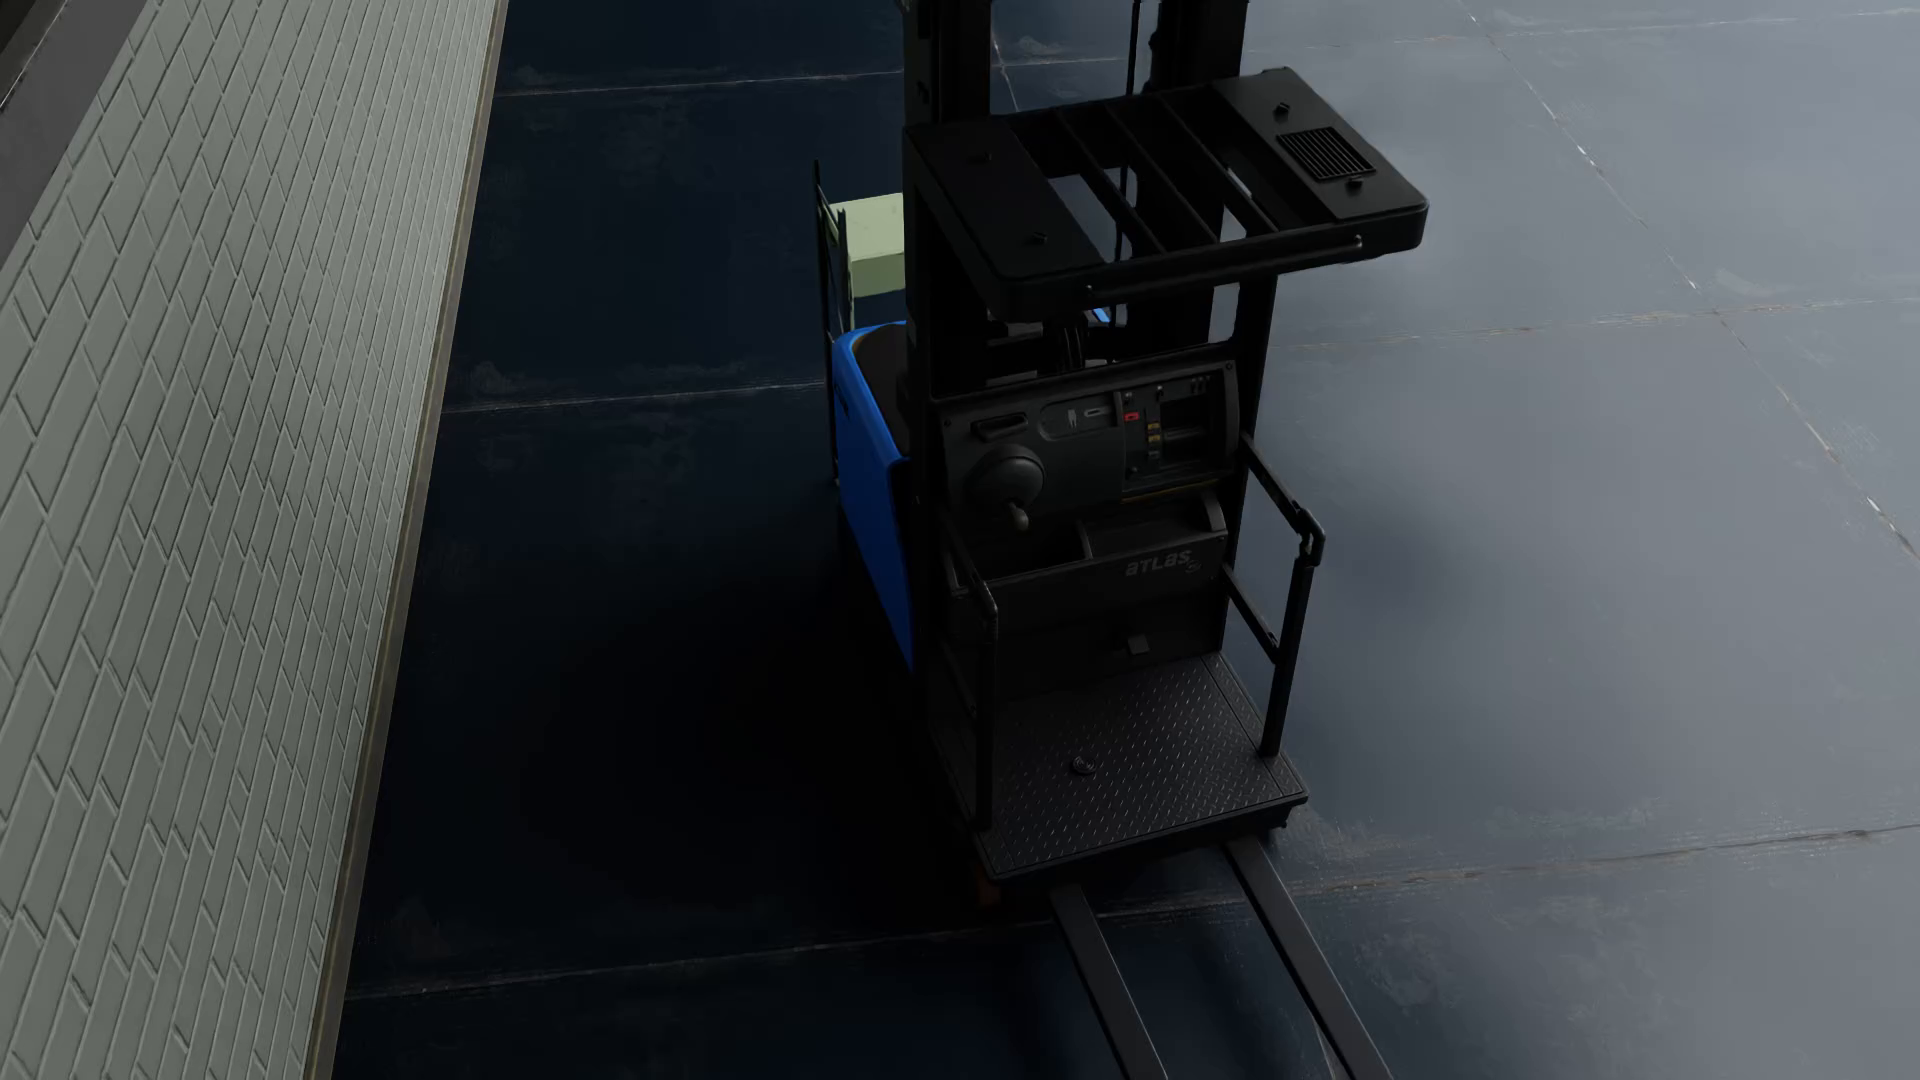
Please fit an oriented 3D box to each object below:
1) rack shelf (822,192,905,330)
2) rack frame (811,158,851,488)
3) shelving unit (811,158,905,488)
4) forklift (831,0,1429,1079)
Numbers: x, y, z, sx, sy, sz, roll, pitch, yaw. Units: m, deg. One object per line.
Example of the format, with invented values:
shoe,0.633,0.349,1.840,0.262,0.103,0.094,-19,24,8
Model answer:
rack shelf,-0.121,-1.072,6.235,0.720,0.370,0.431,-12,43,-13
rack frame,-0.469,-0.706,6.412,0.023,1.500,0.400,-12,43,-13
shelving unit,-0.121,-0.782,6.496,0.755,1.500,0.431,-12,43,-13
forklift,0.461,-0.199,4.782,1.130,2.935,3.031,-12,43,-13
